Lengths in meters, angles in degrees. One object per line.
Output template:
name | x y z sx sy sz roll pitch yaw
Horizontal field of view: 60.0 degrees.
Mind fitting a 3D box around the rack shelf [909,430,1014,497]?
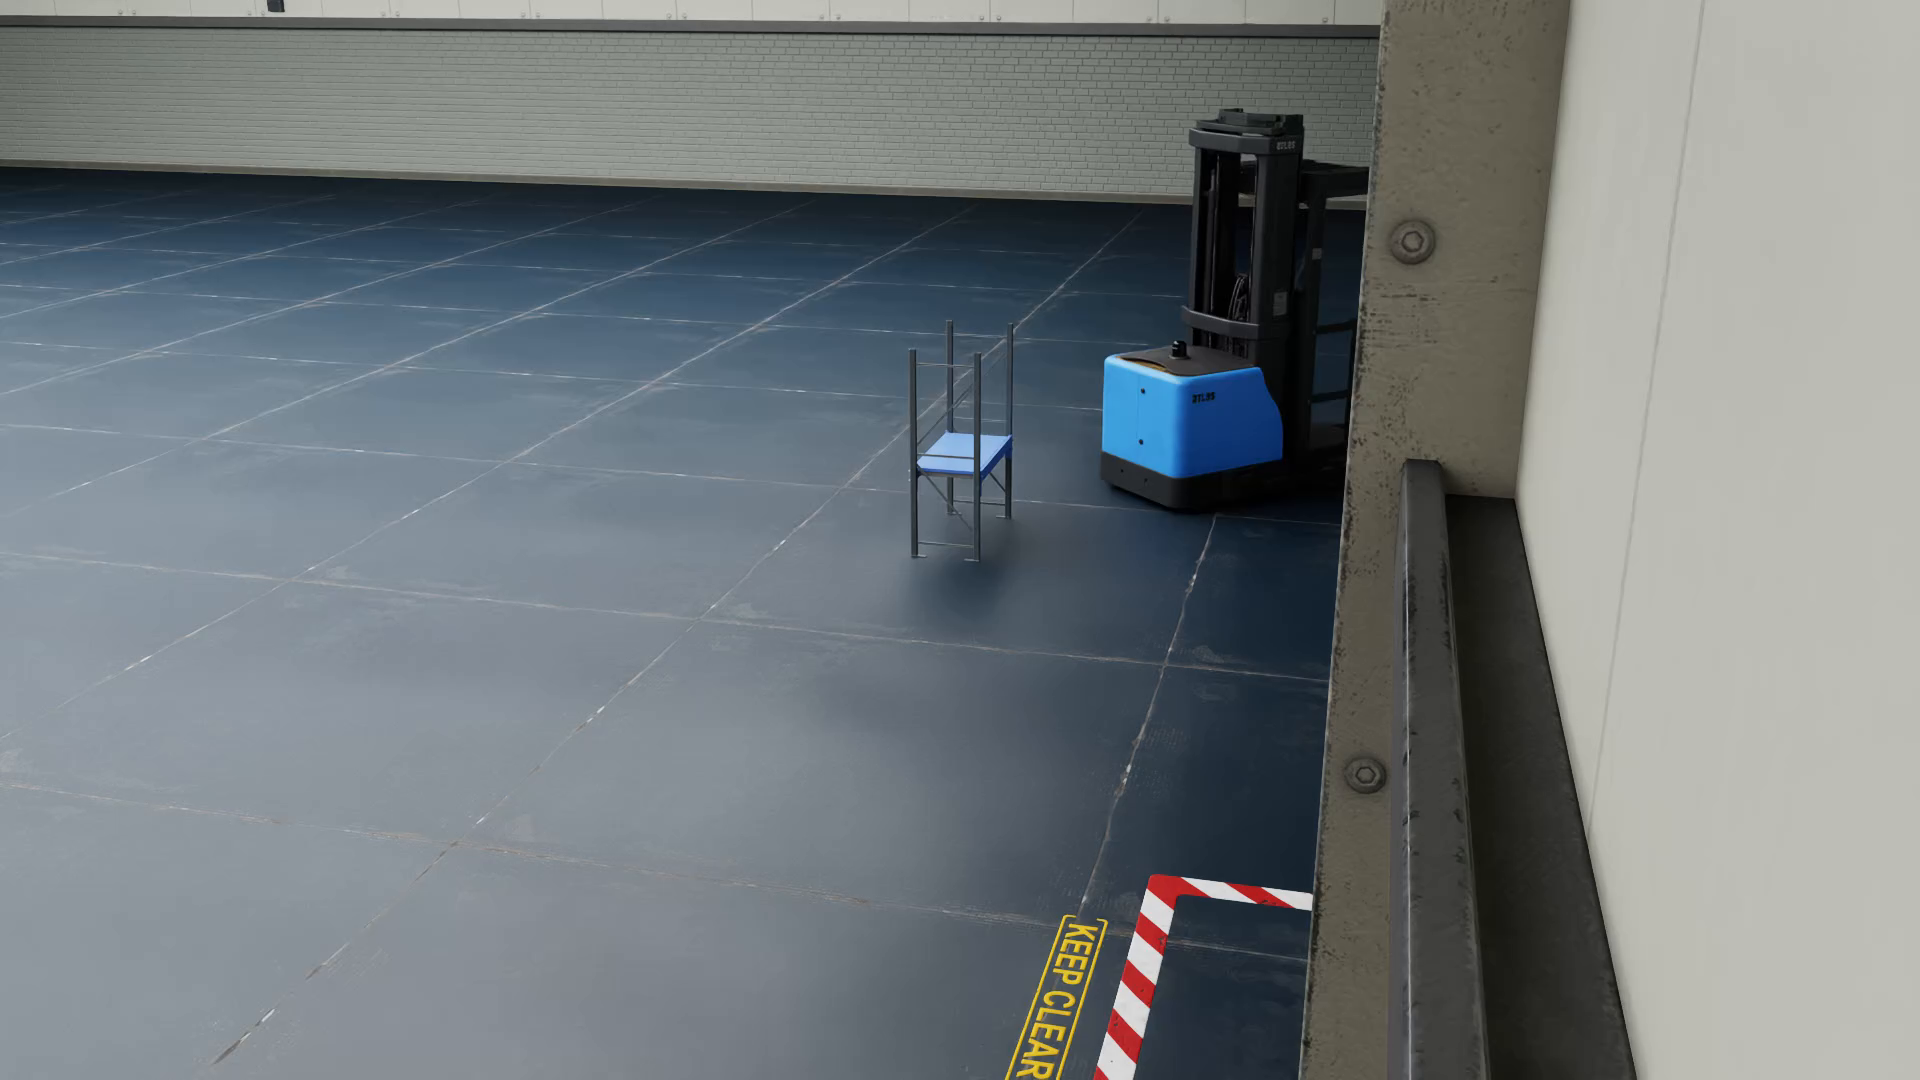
rack shelf | 0.021 -0.566 12.082 0.538 0.185 1.000 5 19 13

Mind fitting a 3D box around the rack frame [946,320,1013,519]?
rack frame | 0.145 -0.896 12.490 0.500 1.500 0.032 5 19 13

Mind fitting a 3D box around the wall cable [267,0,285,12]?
wall cable | -12.566 -13.216 31.698 2.305 6.003 0.169 5 19 13

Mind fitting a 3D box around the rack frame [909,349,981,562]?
rack frame | -0.103 -0.577 11.557 0.500 1.500 0.032 5 19 13

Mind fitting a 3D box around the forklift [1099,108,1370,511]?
forklift | 2.647 -1.947 13.354 3.031 2.935 1.130 -11 22 -30

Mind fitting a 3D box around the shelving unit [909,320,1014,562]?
shelving unit | 0.021 -0.736 12.023 0.538 1.500 1.048 5 19 13
